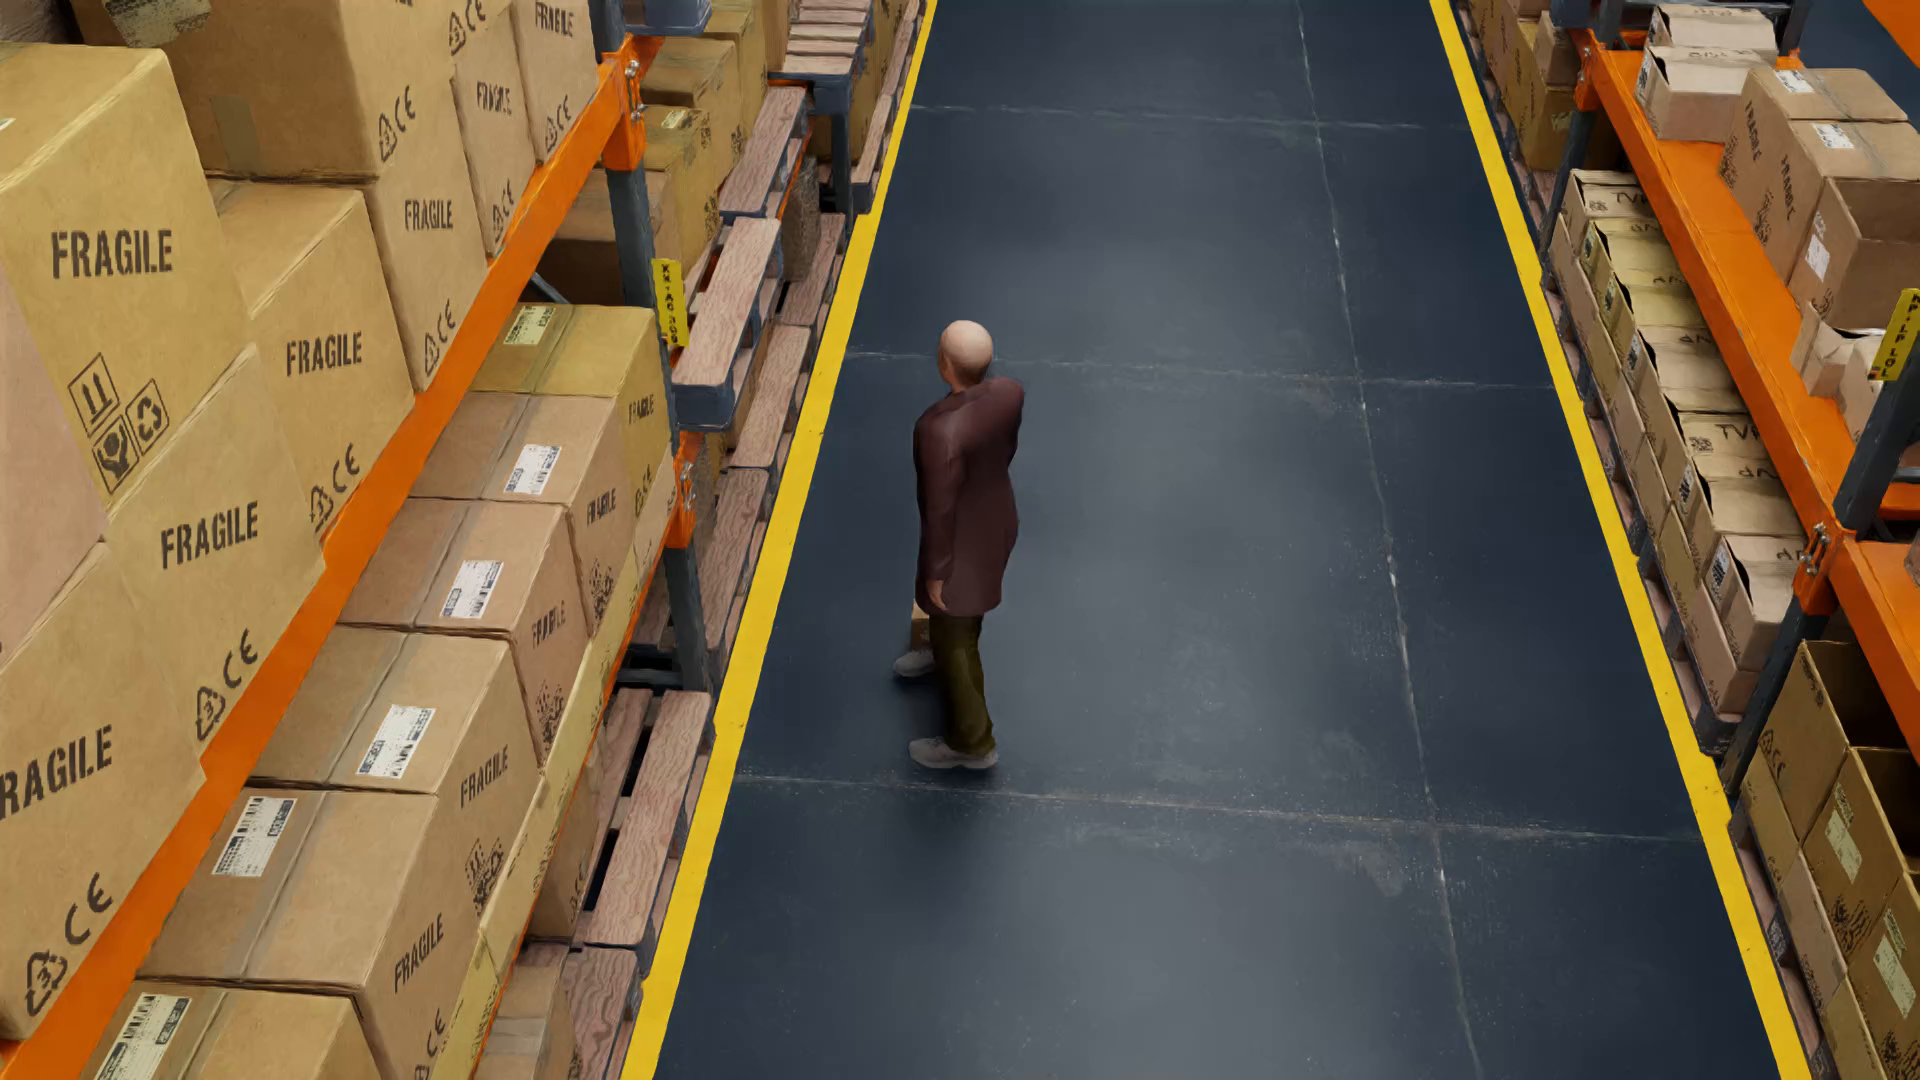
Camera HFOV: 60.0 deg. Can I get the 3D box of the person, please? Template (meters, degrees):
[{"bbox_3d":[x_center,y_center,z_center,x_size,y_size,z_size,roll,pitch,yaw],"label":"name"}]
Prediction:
[{"bbox_3d":[-0.016,0.006,6.169,0.652,1.784,0.670,21,44,23],"label":"person"}]
